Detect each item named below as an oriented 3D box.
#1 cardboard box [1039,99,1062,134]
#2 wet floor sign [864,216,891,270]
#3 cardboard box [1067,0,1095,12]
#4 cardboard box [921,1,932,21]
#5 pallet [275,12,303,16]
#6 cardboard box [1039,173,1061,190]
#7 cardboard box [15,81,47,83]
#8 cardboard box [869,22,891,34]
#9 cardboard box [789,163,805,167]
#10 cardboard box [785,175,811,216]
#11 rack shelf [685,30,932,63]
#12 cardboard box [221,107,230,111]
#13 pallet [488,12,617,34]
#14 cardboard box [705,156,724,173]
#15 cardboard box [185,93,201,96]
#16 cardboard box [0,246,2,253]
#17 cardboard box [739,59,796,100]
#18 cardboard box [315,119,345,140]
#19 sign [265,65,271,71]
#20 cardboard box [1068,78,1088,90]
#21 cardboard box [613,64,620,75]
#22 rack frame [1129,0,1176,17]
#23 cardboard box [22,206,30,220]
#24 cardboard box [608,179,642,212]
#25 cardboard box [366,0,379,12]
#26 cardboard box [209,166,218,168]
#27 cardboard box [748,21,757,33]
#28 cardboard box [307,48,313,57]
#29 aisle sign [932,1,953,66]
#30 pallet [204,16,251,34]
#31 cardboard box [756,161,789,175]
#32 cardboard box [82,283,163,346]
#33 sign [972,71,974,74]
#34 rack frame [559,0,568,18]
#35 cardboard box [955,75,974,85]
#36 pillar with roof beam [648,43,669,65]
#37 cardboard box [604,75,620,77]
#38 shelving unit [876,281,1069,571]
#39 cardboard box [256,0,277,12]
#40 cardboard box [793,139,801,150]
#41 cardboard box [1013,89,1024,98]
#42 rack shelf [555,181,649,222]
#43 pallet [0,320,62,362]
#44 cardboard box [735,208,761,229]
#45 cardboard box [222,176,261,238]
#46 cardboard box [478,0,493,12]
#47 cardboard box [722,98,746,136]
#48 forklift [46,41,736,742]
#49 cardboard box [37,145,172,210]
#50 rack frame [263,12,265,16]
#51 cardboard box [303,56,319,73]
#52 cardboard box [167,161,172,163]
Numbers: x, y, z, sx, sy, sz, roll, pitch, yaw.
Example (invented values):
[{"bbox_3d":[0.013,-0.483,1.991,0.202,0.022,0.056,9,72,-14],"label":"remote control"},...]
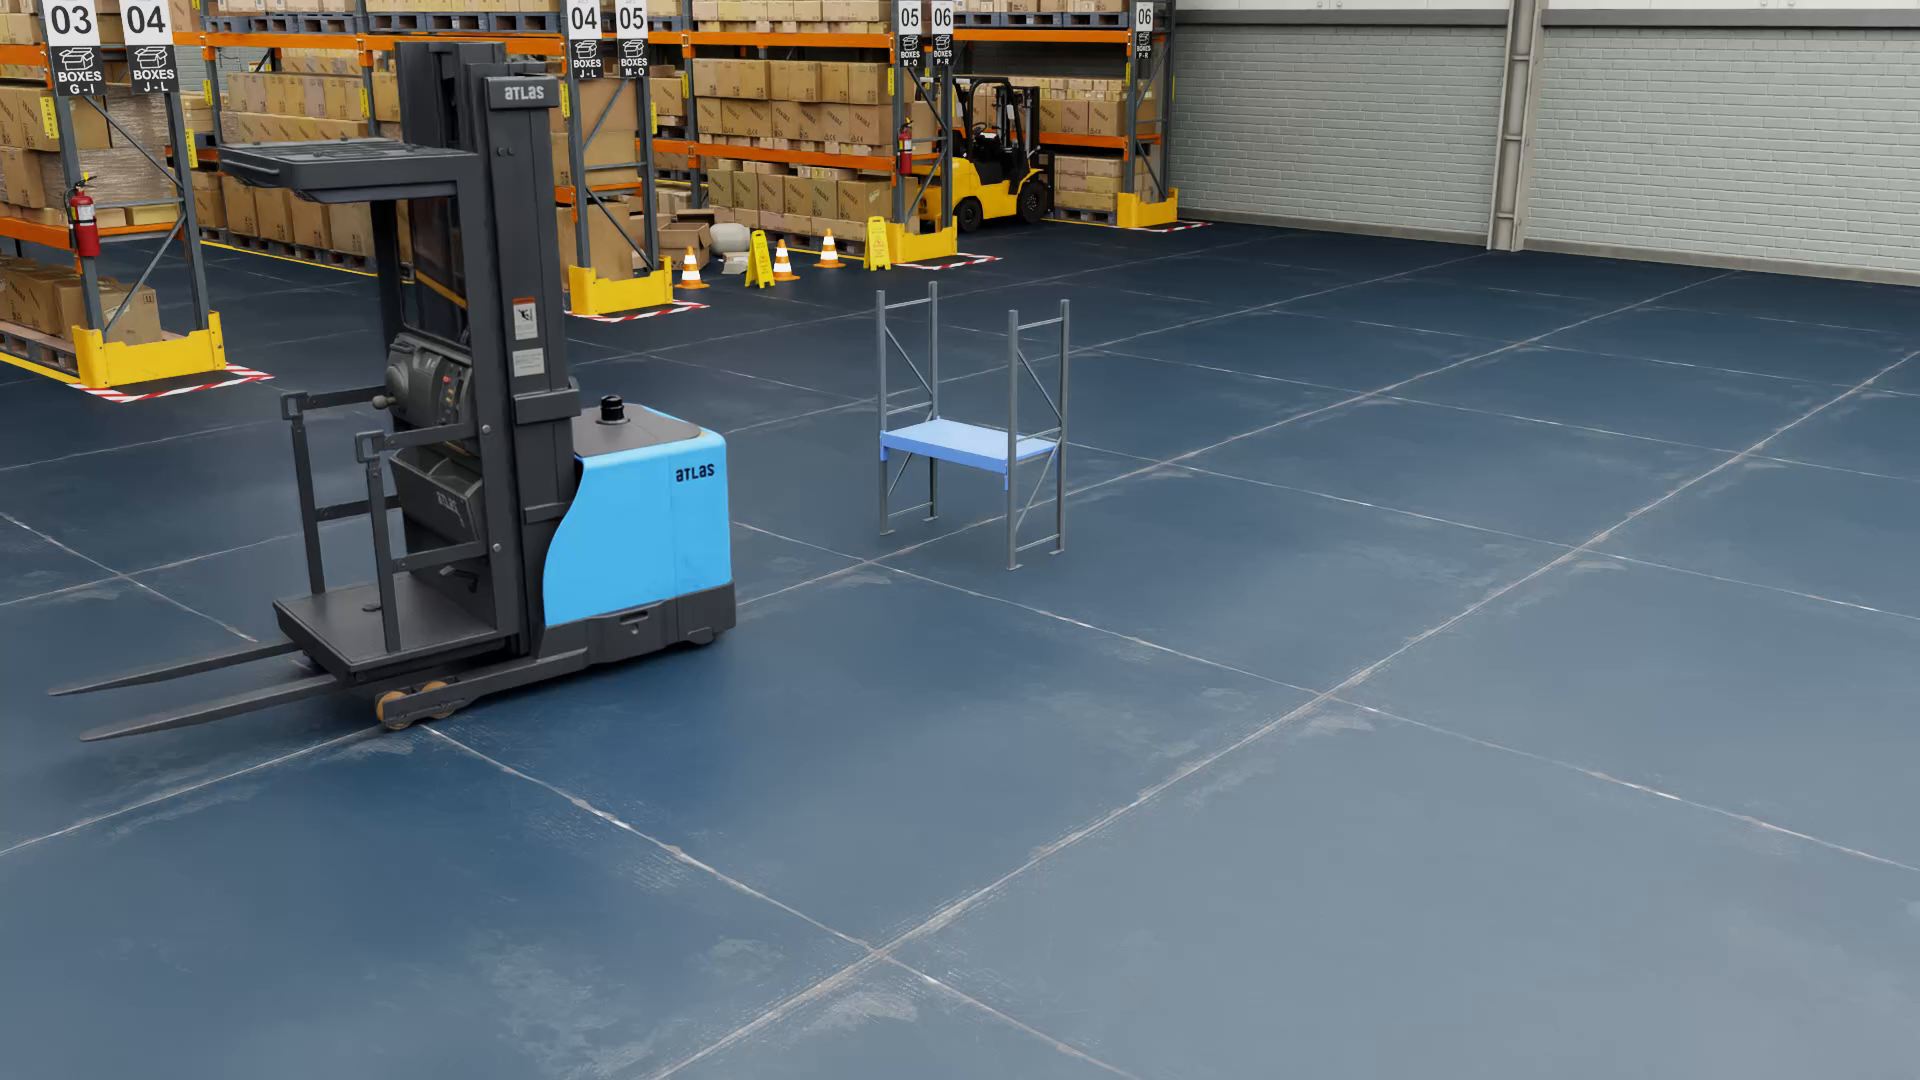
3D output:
[{"bbox_3d":[1.512,-6.527,25.556,0.500,0.500,0.500,14,23,38],"label":"cardboard box"},{"bbox_3d":[-1.040,-3.705,20.720,0.267,0.644,0.232,-9,20,-27],"label":"wet floor sign"},{"bbox_3d":[1.809,-7.993,24.744,0.258,0.266,0.396,15,23,39],"label":"cardboard box"},{"bbox_3d":[-0.671,-6.769,21.279,0.500,0.250,0.500,15,23,38],"label":"cardboard box"},{"bbox_3d":[-11.877,-9.561,30.467,1.213,0.211,1.003,15,23,39],"label":"pallet"},{"bbox_3d":[1.480,-5.588,25.786,0.500,0.250,0.500,14,23,38],"label":"cardboard box"},{"bbox_3d":[-8.403,-4.005,15.461,0.500,0.500,0.500,15,23,39],"label":"cardboard box"},{"bbox_3d":[-0.925,-6.426,20.857,0.250,0.149,0.380,15,23,39],"label":"cardboard box"},{"bbox_3d":[-2.706,-6.778,29.740,0.625,0.625,0.875,16,24,41],"label":"cardboard box"},{"bbox_3d":[-2.010,-4.663,22.459,0.500,0.500,0.500,14,23,38],"label":"cardboard box"},{"bbox_3d":[-1.968,-6.596,22.167,4.000,0.370,1.077,15,23,39],"label":"rack shelf"},{"bbox_3d":[-10.098,-5.992,23.264,0.250,0.149,0.380,16,24,42],"label":"cardboard box"},{"bbox_3d":[-4.244,-5.501,17.675,1.213,0.211,1.003,15,23,39],"label":"pallet"},{"bbox_3d":[-4.383,-7.090,30.931,0.500,0.500,0.500,16,24,42],"label":"cardboard box"},{"bbox_3d":[-10.867,-6.338,23.861,0.250,0.149,0.380,16,24,41],"label":"cardboard box"},{"bbox_3d":[-10.487,-2.815,17.428,0.500,0.500,0.700,13,22,35],"label":"cardboard box"},{"bbox_3d":[-2.554,-6.225,22.457,0.500,0.500,0.700,14,23,38],"label":"cardboard box"},{"bbox_3d":[-7.620,-4.964,20.629,0.500,0.500,0.500,15,23,39],"label":"cardboard box"},{"bbox_3d":[-12.812,-8.646,30.835,0.005,0.325,0.100,15,23,39],"label":"sign"},{"bbox_3d":[1.856,-6.910,25.196,0.250,0.149,0.380,15,23,40],"label":"cardboard box"},{"bbox_3d":[-5.045,-7.148,25.252,0.250,0.149,0.380,14,22,37],"label":"cardboard box"},{"bbox_3d":[2.820,-9.091,23.880,0.127,3.000,1.000,15,23,39],"label":"rack frame"},{"bbox_3d":[-8.144,-2.958,14.890,0.250,0.149,0.380,15,23,39],"label":"cardboard box"},{"bbox_3d":[-4.623,-4.671,22.753,0.500,0.500,0.500,15,23,39],"label":"cardboard box"},{"bbox_3d":[-6.627,-6.178,19.218,0.250,0.149,0.380,15,23,38],"label":"cardboard box"},{"bbox_3d":[-10.400,-5.235,23.846,0.500,0.250,0.500,15,23,39],"label":"cardboard box"},{"bbox_3d":[-2.623,-6.897,22.342,0.250,0.149,0.380,14,22,38],"label":"cardboard box"},{"bbox_3d":[-11.556,-8.815,30.040,0.250,0.149,0.380,15,23,40],"label":"cardboard box"},{"bbox_3d":[-0.220,-6.404,21.035,0.004,0.787,0.394,15,23,39],"label":"aisle sign"},{"bbox_3d":[-9.149,-6.796,21.921,1.003,0.211,1.213,16,24,42],"label":"pallet"},{"bbox_3d":[-2.559,-5.092,22.739,0.250,0.149,0.380,17,24,42],"label":"cardboard box"},{"bbox_3d":[-7.506,-2.003,14.903,0.500,0.500,0.500,-13,22,-36],"label":"cardboard box"},{"bbox_3d":[0.195,-7.611,27.572,0.005,0.325,0.100,15,23,39],"label":"sign"},{"bbox_3d":[-3.682,-6.827,16.746,0.127,3.000,1.000,15,23,39],"label":"rack frame"},{"bbox_3d":[0.137,-7.374,26.658,0.250,0.149,0.380,15,23,40],"label":"cardboard box"},{"bbox_3d":[-8.935,-10.870,29.486,0.400,9.000,9.100,15,23,39],"label":"pillar with roof beam"},{"bbox_3d":[-5.108,-6.650,24.757,0.500,0.500,0.500,14,22,37],"label":"cardboard box"},{"bbox_3d":[0.064,-0.698,9.831,1.048,1.500,0.538,15,23,39],"label":"shelving unit"},{"bbox_3d":[-8.512,-6.810,20.940,0.500,0.311,0.500,15,23,38],"label":"cardboard box"},{"bbox_3d":[-2.024,-5.326,22.350,0.250,0.149,0.380,15,23,39],"label":"cardboard box"},{"bbox_3d":[1.035,-6.953,25.823,0.250,0.149,0.380,14,23,38],"label":"cardboard box"},{"bbox_3d":[-5.178,-4.026,19.028,4.000,0.370,1.077,15,23,39],"label":"rack shelf"},{"bbox_3d":[-8.599,-1.968,15.963,1.213,0.211,1.003,15,23,39],"label":"pallet"},{"bbox_3d":[-2.795,-4.516,23.234,0.500,0.250,0.500,17,24,42],"label":"cardboard box"},{"bbox_3d":[-9.270,-4.559,22.543,0.750,0.750,1.050,15,23,39],"label":"cardboard box"},{"bbox_3d":[-4.917,-5.720,17.772,0.250,0.149,0.380,15,23,38],"label":"cardboard box"},{"bbox_3d":[-2.929,-5.853,22.939,0.500,0.500,0.500,15,23,39],"label":"cardboard box"},{"bbox_3d":[-2.613,-0.729,7.562,3.031,2.935,1.130,-14,22,-36],"label":"forklift"},{"bbox_3d":[-7.443,-3.172,14.489,0.500,0.500,0.875,15,23,39],"label":"cardboard box"},{"bbox_3d":[-12.439,-11.180,30.462,0.127,3.000,1.000,15,23,39],"label":"rack frame"},{"bbox_3d":[-11.488,-8.480,30.054,0.500,0.500,0.500,15,23,39],"label":"cardboard box"},{"bbox_3d":[-11.880,-5.428,24.456,0.500,0.250,0.500,16,24,41],"label":"cardboard box"}]
